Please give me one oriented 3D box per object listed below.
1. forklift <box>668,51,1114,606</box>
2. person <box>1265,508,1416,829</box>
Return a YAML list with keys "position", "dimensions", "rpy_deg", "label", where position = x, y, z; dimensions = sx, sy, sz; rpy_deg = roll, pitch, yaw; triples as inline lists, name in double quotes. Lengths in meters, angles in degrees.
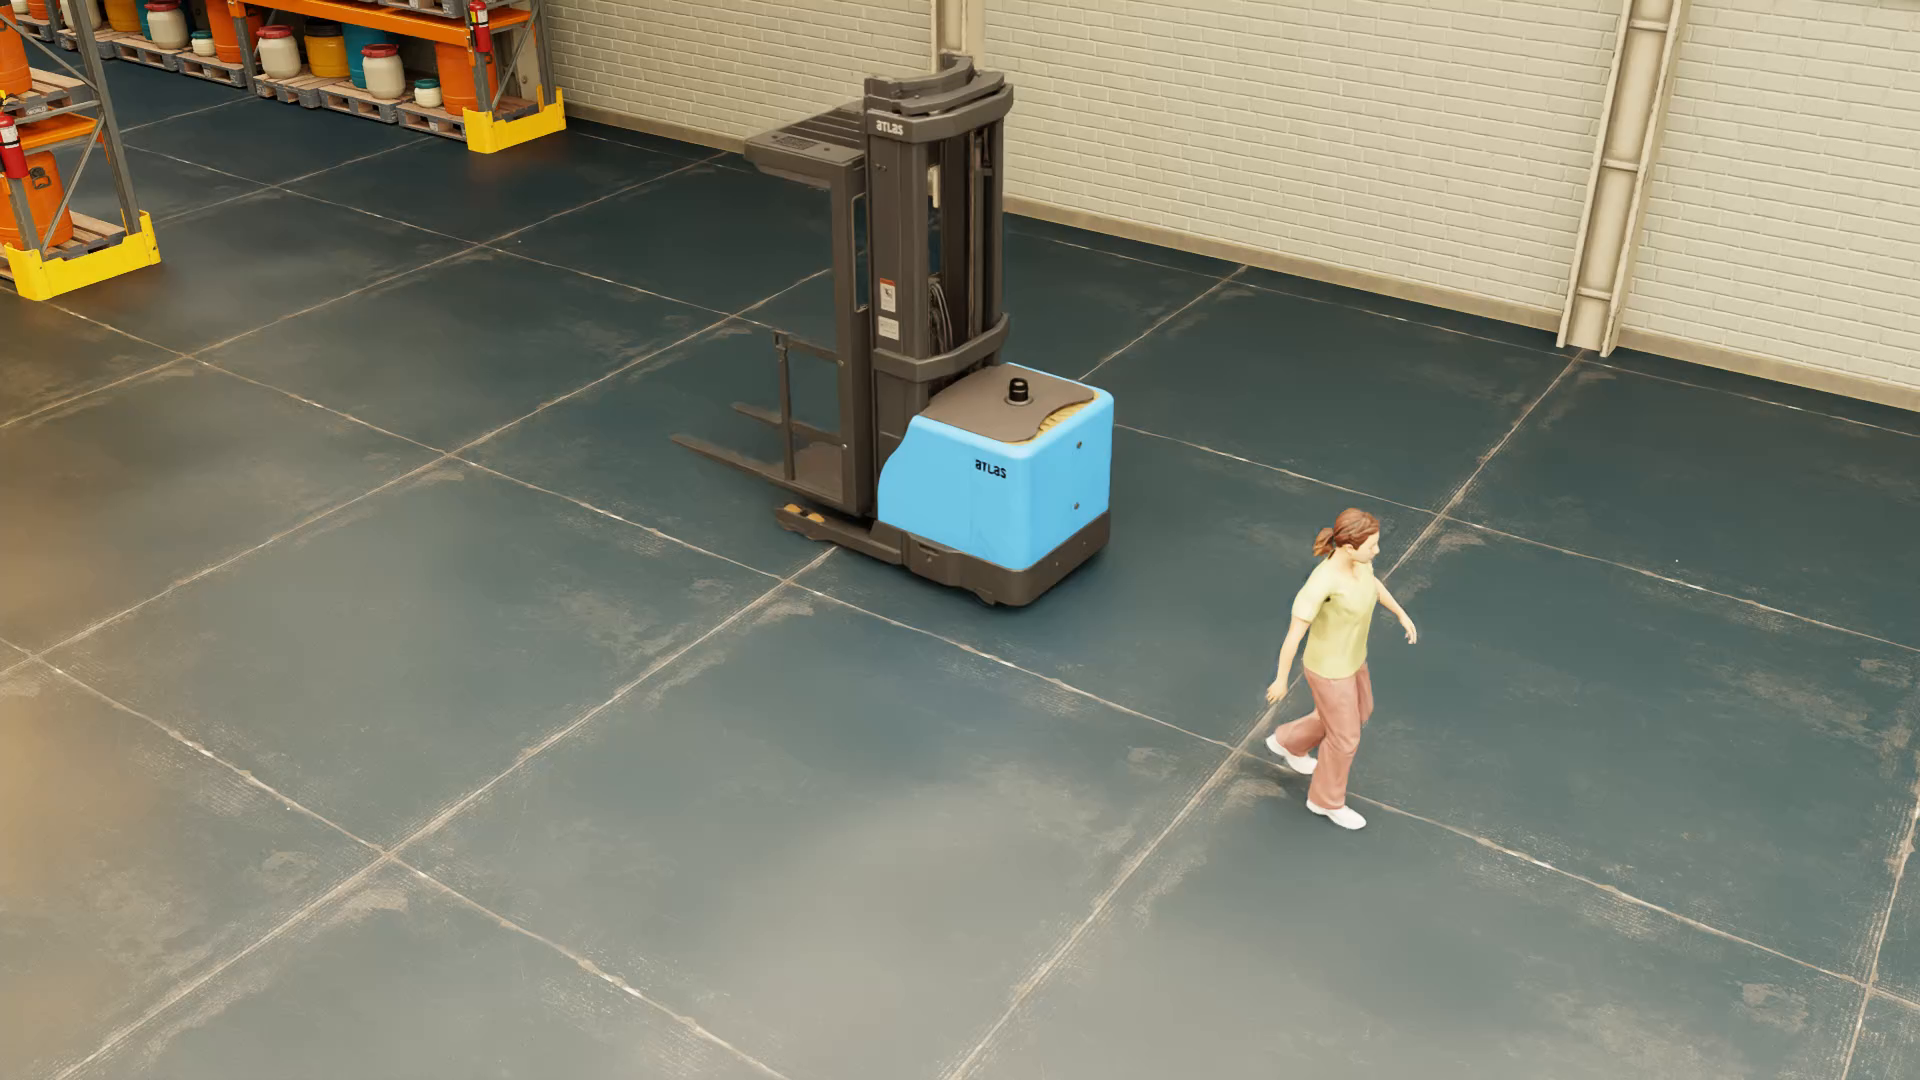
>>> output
- position: [-0.561, -1.460, 10.095]
  dimensions: [3.031, 2.935, 1.130]
  rpy_deg: [20, 36, 31]
  label: "forklift"
- position: [1.753, 0.575, 7.865]
  dimensions: [0.603, 1.660, 0.737]
  rpy_deg: [17, 34, 27]
  label: "person"
